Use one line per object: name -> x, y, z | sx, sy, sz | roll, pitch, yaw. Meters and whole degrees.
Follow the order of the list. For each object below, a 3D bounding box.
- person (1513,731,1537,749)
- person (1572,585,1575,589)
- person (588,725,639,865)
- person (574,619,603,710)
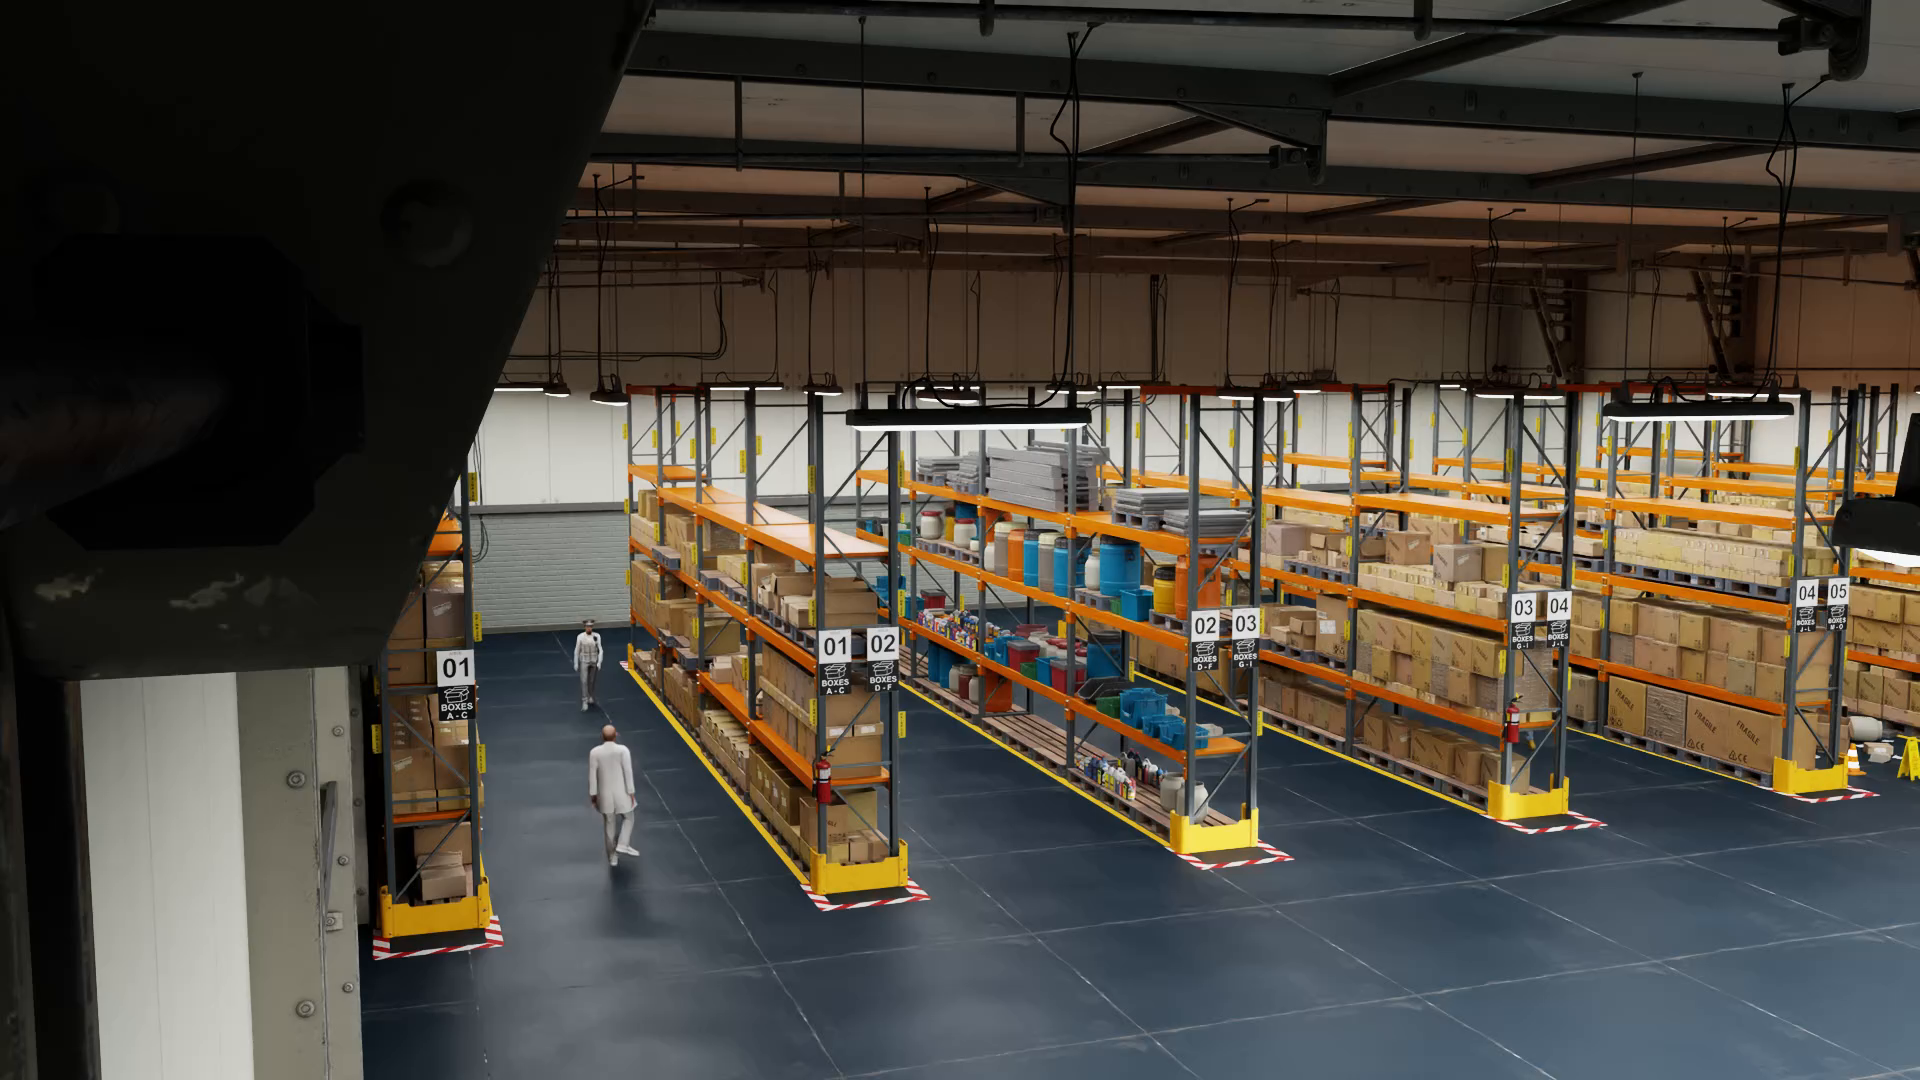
person -> 9.343, 2.576, 27.889 | 0.654, 1.762, 0.668 | 1, 6, 8
person -> 12.972, 1.814, 35.223 | 0.540, 1.791, 0.530 | -5, 8, -40
person -> -4.430, 3.352, 21.246 | 0.627, 1.572, 0.571 | -1, 6, -6
person -> -6.922, 2.291, 31.072 | 0.514, 1.633, 0.873 | -3, 7, -25
